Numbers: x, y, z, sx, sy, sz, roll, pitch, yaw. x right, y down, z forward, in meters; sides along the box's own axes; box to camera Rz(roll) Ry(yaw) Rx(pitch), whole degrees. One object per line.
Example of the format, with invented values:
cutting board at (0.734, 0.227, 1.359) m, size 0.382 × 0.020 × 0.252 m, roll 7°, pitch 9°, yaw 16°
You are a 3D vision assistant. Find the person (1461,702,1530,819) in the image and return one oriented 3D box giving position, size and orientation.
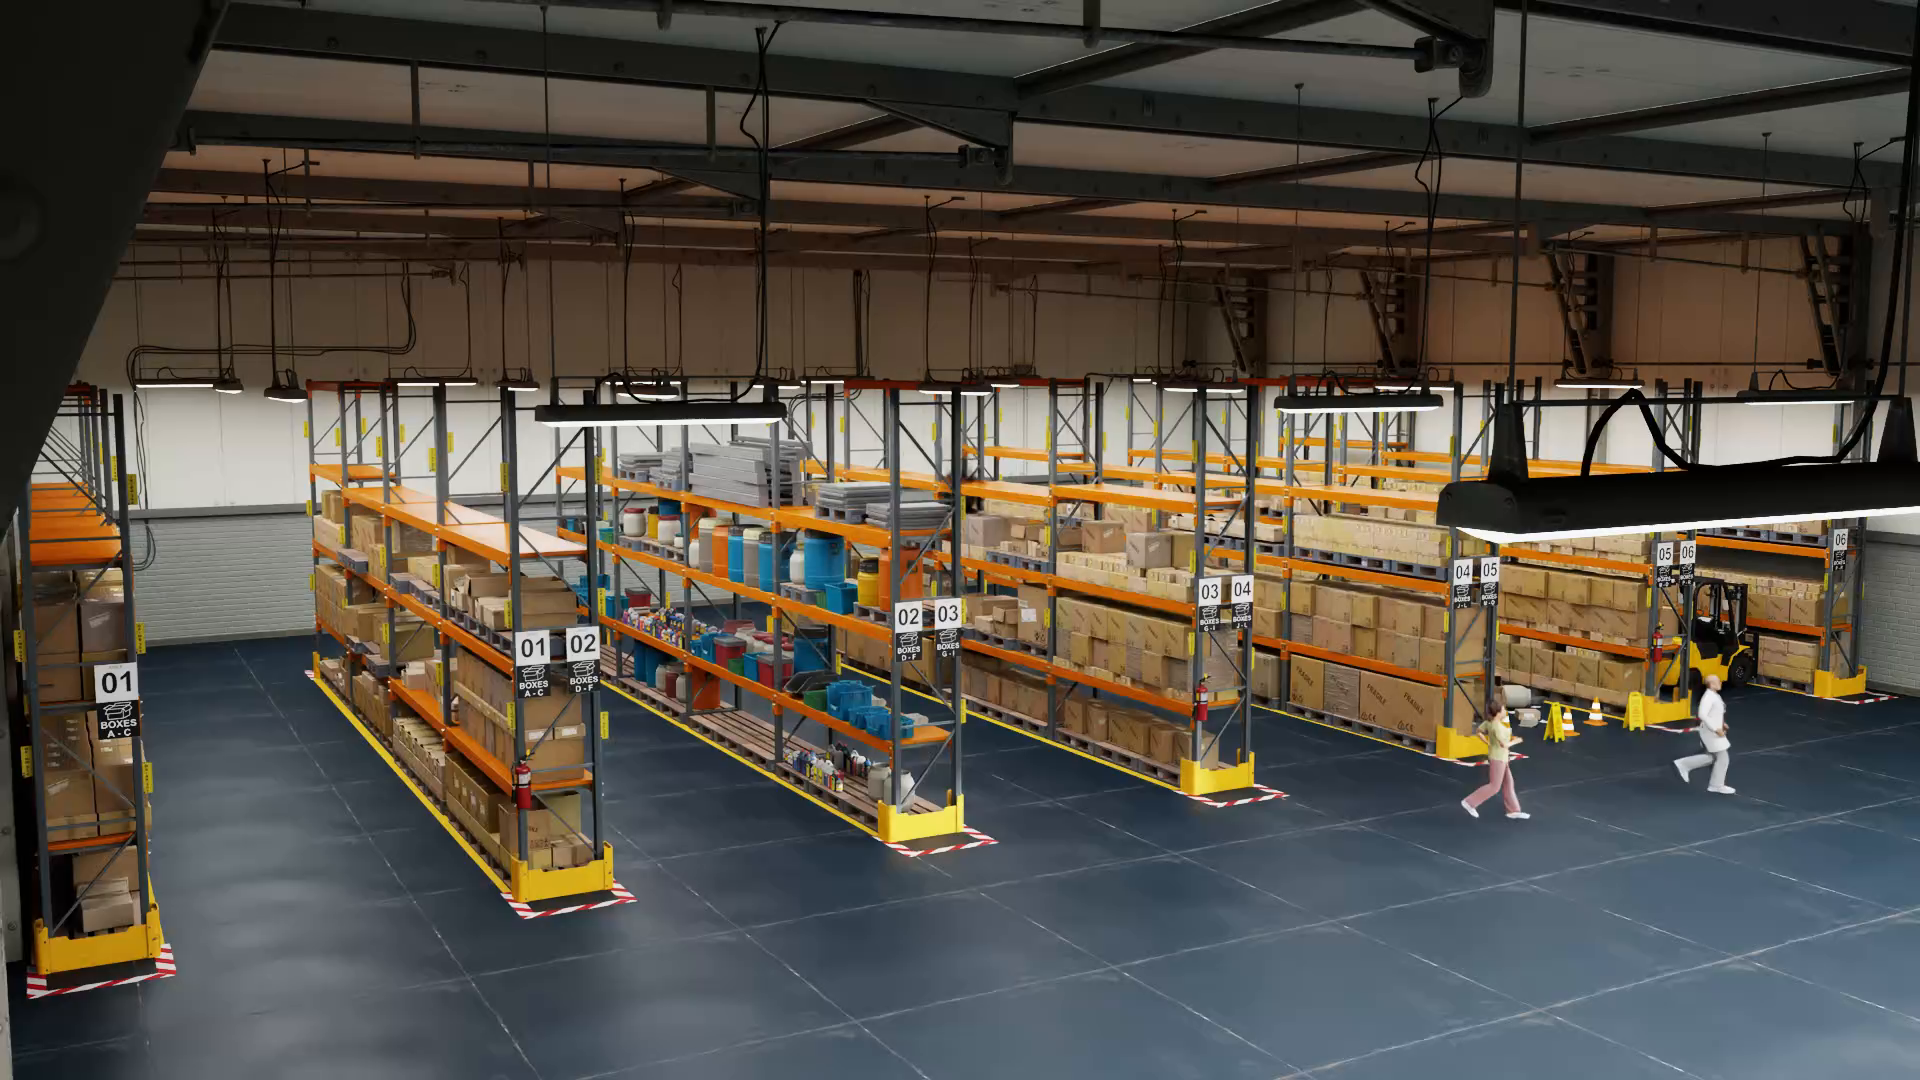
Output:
person at (7.406, 3.041, 22.937) m, size 0.973 × 1.645 × 0.584 m, roll 0°, pitch 6°, yaw 4°

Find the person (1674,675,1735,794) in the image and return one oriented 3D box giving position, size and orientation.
person at (11.036, 2.850, 24.576) m, size 0.844 × 1.745 × 0.743 m, roll 3°, pitch 7°, yaw 22°
